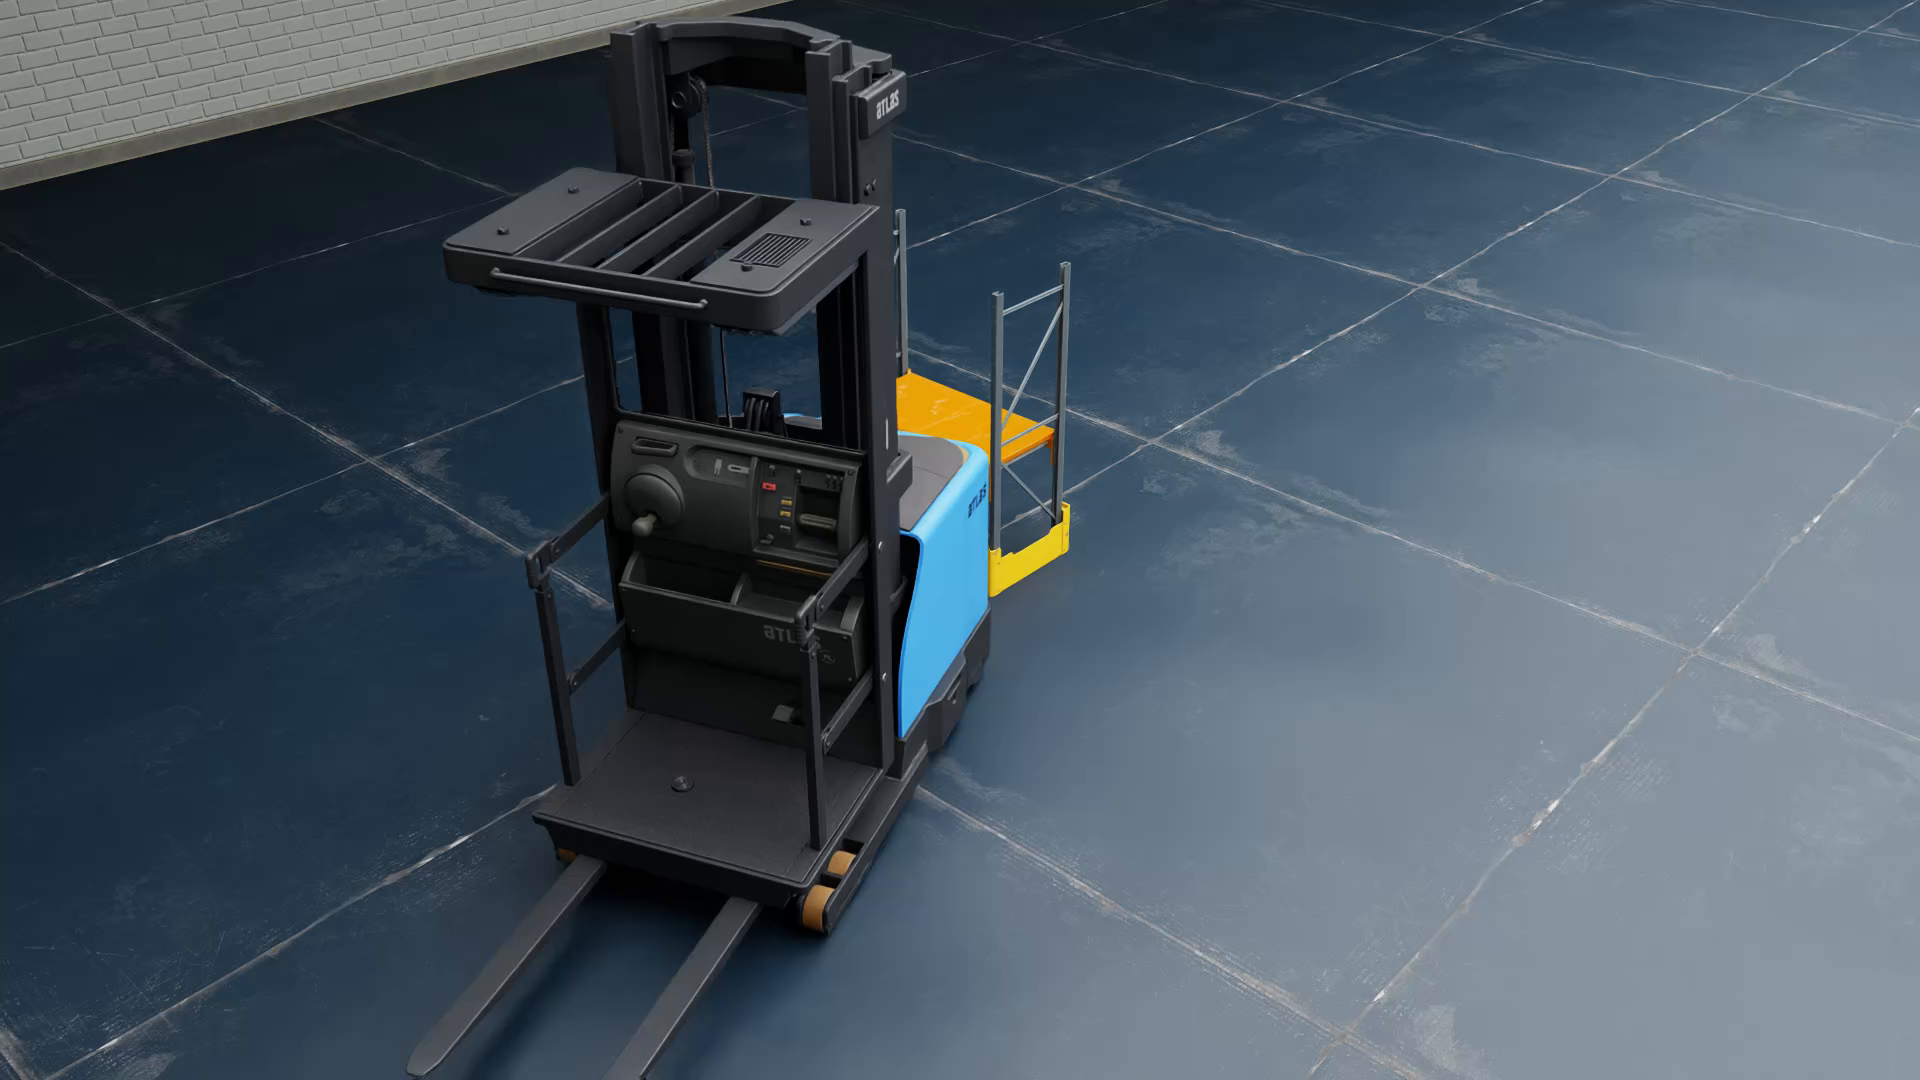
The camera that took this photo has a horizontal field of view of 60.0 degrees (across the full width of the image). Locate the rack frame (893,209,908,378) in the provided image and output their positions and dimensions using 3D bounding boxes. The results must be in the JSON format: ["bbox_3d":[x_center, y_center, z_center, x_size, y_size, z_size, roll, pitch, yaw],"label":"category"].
[{"bbox_3d":[-0.440,-0.848,8.204,0.032,1.500,0.500,25,39,35],"label":"rack frame"}]

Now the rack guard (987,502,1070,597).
[{"bbox_3d":[0.313,0.039,7.943,0.087,0.250,0.587,25,39,35],"label":"rack guard"}]

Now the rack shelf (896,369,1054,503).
[{"bbox_3d":[-0.063,-0.518,8.005,1.000,0.185,0.538,25,39,35],"label":"rack shelf"}]

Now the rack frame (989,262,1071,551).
[{"bbox_3d":[0.314,-0.496,7.620,0.032,1.500,0.500,25,39,35],"label":"rack frame"}]

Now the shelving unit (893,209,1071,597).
[{"bbox_3d":[-0.057,-0.669,7.907,1.083,1.500,0.587,25,39,35],"label":"shelving unit"}]

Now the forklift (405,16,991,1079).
[{"bbox_3d":[-0.861,-0.102,5.577,1.130,2.935,3.031,11,33,18],"label":"forklift"}]
